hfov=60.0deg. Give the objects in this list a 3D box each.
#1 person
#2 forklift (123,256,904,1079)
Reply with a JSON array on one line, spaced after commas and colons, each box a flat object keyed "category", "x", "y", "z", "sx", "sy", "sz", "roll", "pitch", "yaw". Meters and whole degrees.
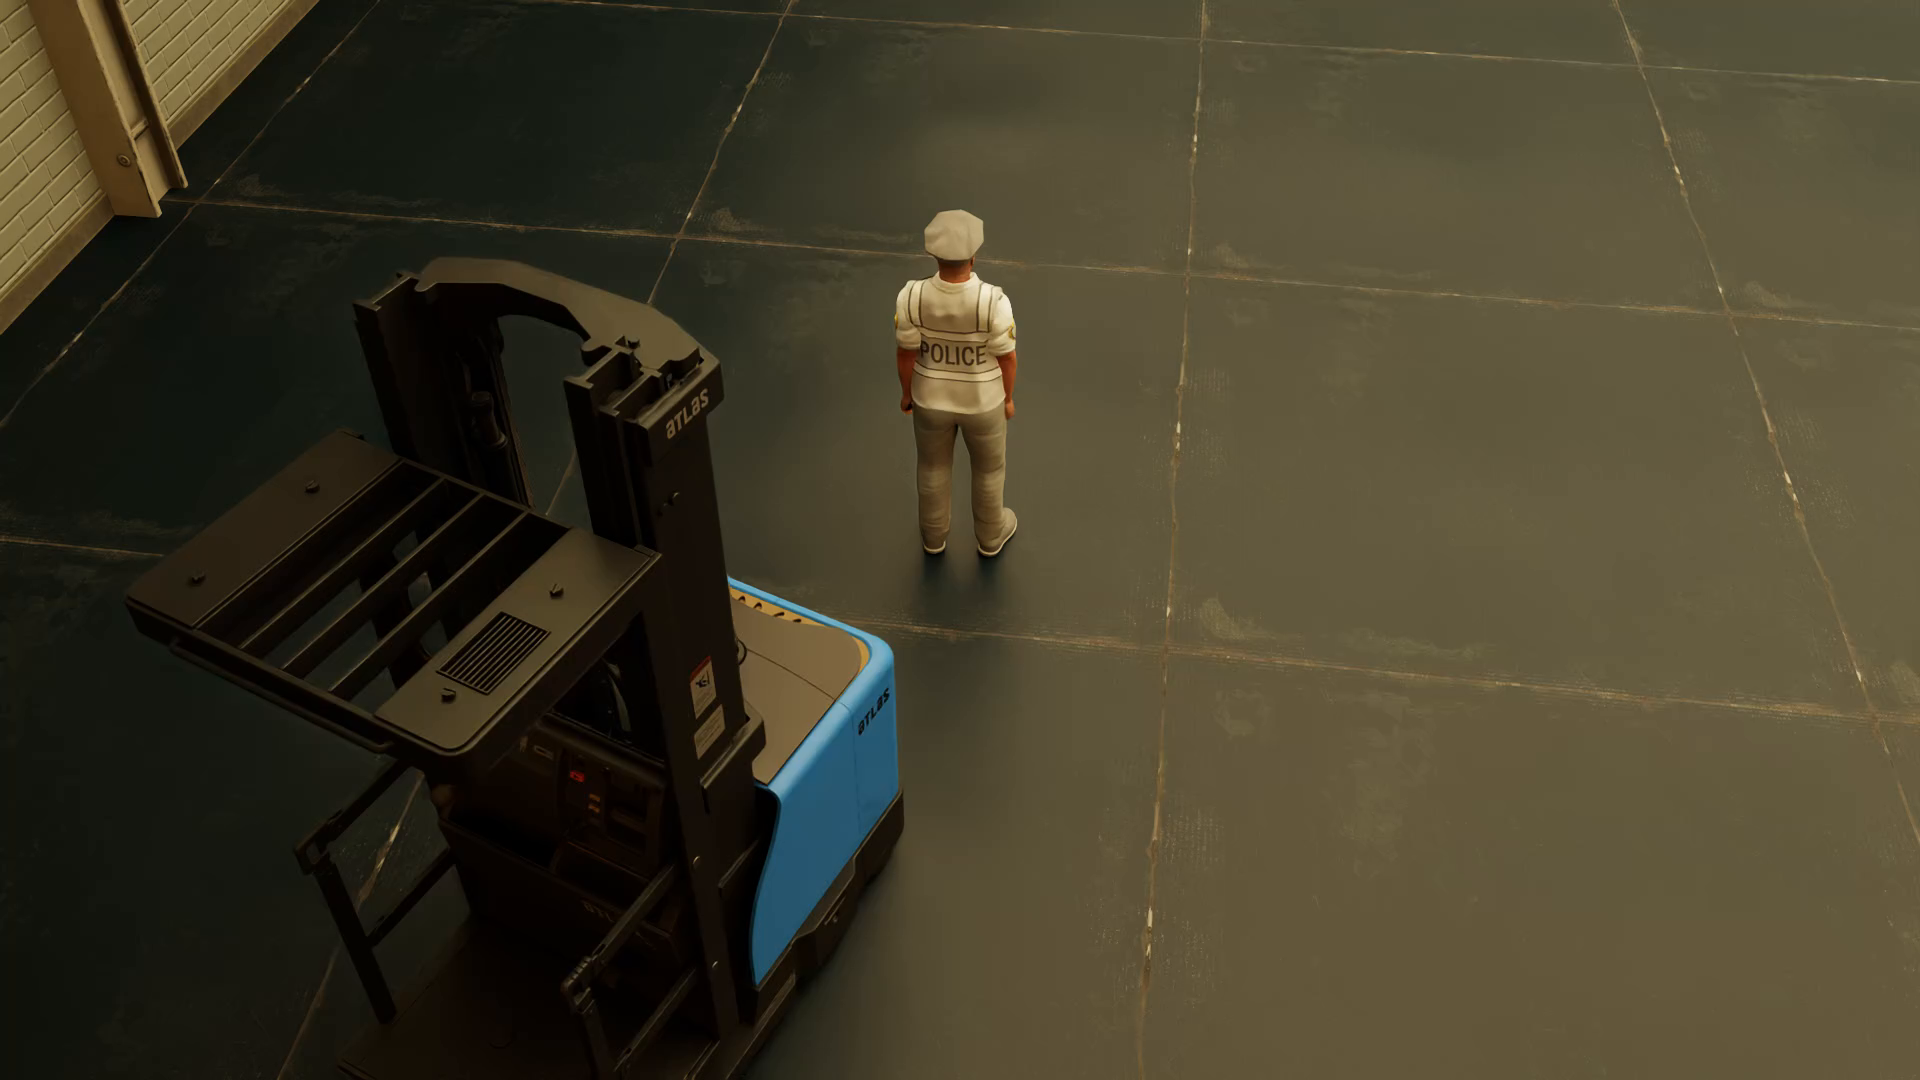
[{"category": "person", "x": -0.005, "y": -0.656, "z": 7.296, "sx": 0.526, "sy": 1.776, "sz": 0.407, "roll": 5, "pitch": 43, "yaw": 6}, {"category": "forklift", "x": -1.369, "y": 0.797, "z": 4.857, "sx": 1.130, "sy": 2.935, "sz": 3.031, "roll": 20, "pitch": 46, "yaw": 21}]
